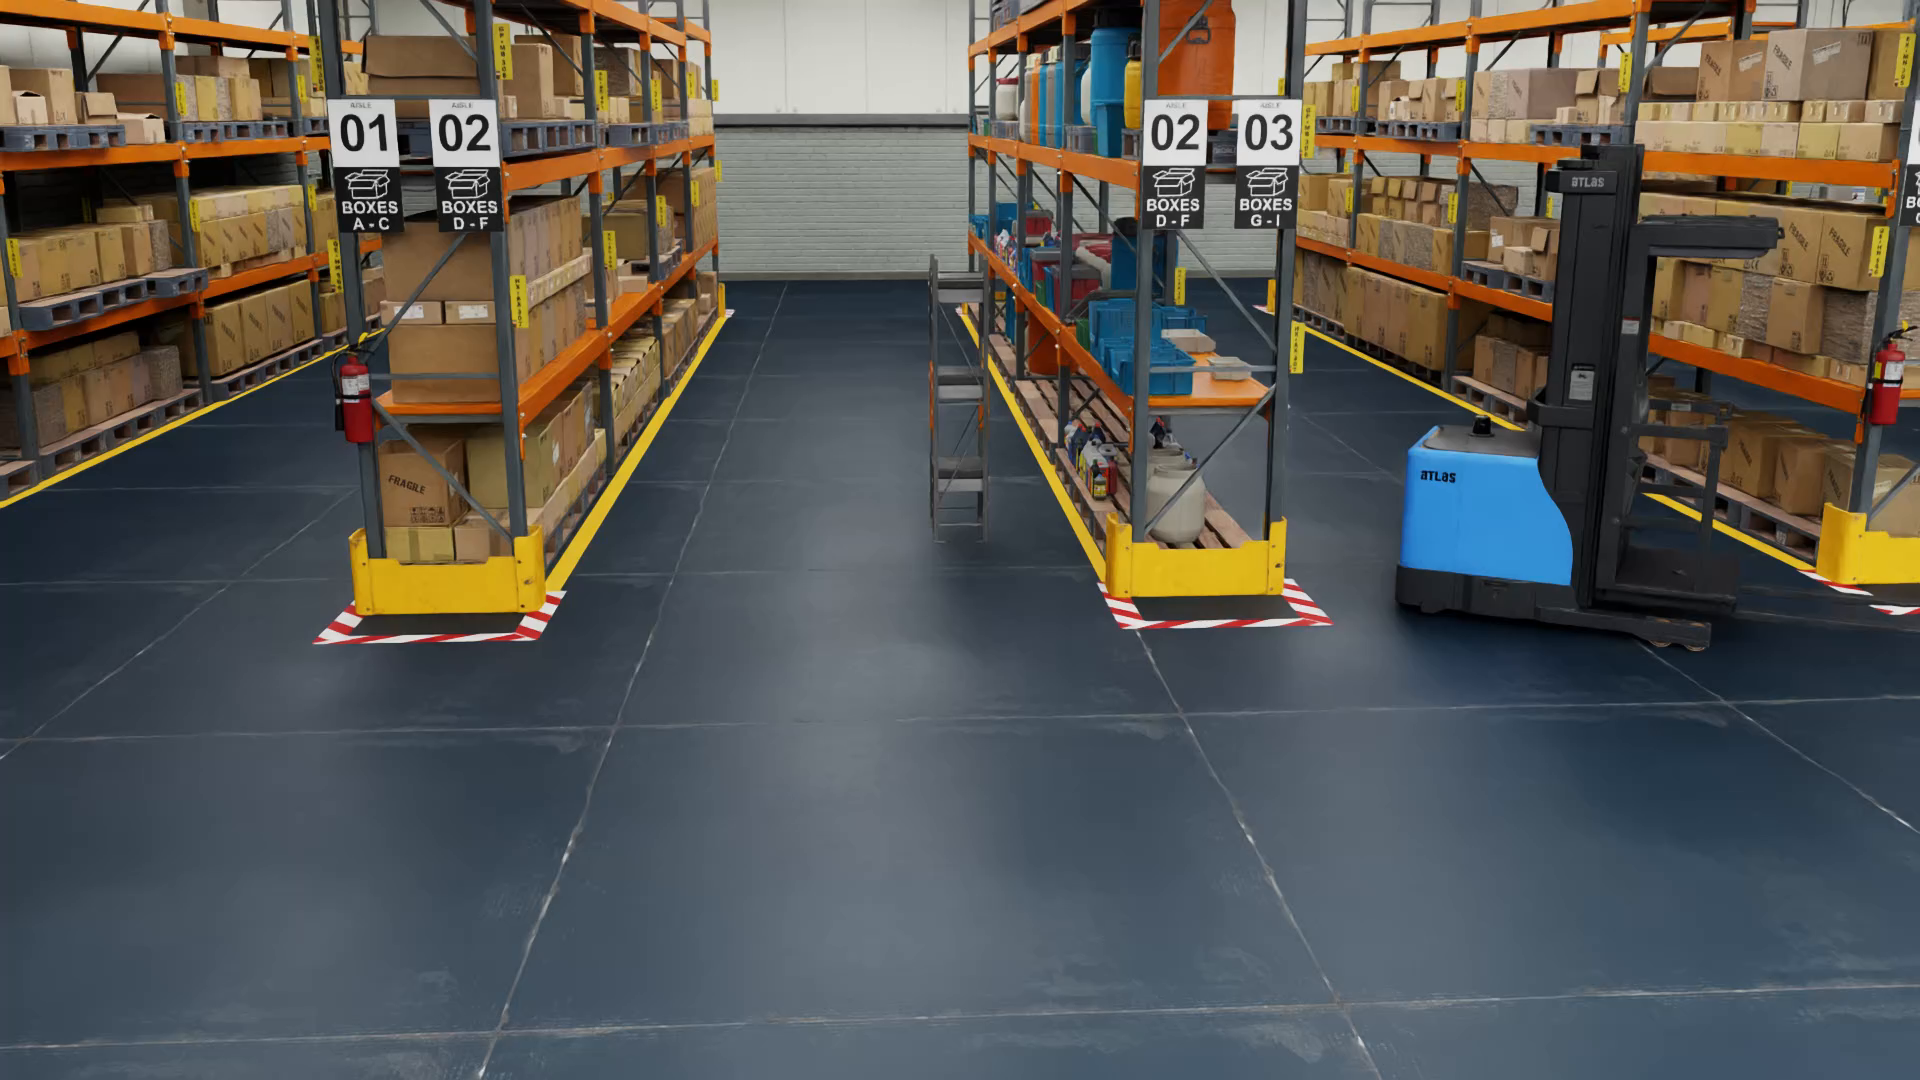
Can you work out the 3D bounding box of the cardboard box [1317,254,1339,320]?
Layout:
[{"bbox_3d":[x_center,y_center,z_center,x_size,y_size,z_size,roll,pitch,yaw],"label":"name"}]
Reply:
[{"bbox_3d":[5.814,-3.727,24.414,0.875,0.875,0.875,-1,14,-3],"label":"cardboard box"}]

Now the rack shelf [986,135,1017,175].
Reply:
[{"bbox_3d":[1.011,-4.694,20.174,1.077,0.370,4.000,-1,14,-3],"label":"rack shelf"}]

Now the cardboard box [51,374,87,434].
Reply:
[{"bbox_3d":[-8.650,-1.258,15.528,0.700,0.500,0.500,-1,14,-5],"label":"cardboard box"}]

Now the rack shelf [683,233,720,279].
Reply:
[{"bbox_3d":[-4.181,-4.161,24.121,1.077,0.370,4.000,-1,14,-3],"label":"rack shelf"}]

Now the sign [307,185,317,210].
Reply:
[{"bbox_3d":[-8.460,-4.467,21.705,0.100,0.325,0.005,-1,14,-3],"label":"sign"}]

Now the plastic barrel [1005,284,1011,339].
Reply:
[{"bbox_3d":[0.904,-3.139,22.074,0.600,0.901,0.708,-1,14,-3],"label":"plastic barrel"}]

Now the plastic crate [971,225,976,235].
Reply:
[{"bbox_3d":[0.305,-4.667,25.054,0.250,0.136,0.298,-1,14,-3],"label":"plastic crate"}]

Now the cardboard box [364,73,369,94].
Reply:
[{"bbox_3d":[-8.931,-6.746,24.459,0.500,0.500,0.500,-1,14,-4],"label":"cardboard box"}]

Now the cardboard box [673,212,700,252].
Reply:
[{"bbox_3d":[-3.817,-4.191,22.594,0.500,0.500,0.500,-1,14,-2],"label":"cardboard box"}]

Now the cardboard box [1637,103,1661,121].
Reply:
[{"bbox_3d":[6.039,-3.662,14.218,0.380,0.149,0.250,-1,14,-5],"label":"cardboard box"}]

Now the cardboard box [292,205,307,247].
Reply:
[{"bbox_3d":[-8.721,-4.025,21.314,0.500,0.500,0.500,-1,14,-4],"label":"cardboard box"}]

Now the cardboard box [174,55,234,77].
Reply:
[{"bbox_3d":[-9.028,-5.654,19.871,0.500,0.250,0.500,-1,14,-5],"label":"cardboard box"}]

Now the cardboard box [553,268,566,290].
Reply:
[{"bbox_3d":[-3.254,-2.004,12.794,0.380,0.149,0.250,0,14,-2],"label":"cardboard box"}]

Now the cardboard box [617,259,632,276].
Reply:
[{"bbox_3d":[-3.830,-2.882,17.888,0.500,0.311,0.500,0,14,0],"label":"cardboard box"}]

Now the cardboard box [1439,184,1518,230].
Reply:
[{"bbox_3d":[6.049,-3.885,19.393,0.797,0.503,0.637,0,14,-2],"label":"cardboard box"}]

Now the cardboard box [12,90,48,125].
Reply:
[{"bbox_3d":[-8.498,-3.848,14.778,0.500,0.311,0.500,0,14,-2],"label":"cardboard box"}]

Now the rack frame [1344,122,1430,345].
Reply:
[{"bbox_3d":[5.830,-4.164,22.689,1.000,3.000,0.127,-1,14,-3],"label":"rack frame"}]

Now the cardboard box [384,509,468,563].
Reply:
[{"bbox_3d":[-3.642,-0.028,11.290,0.500,0.250,0.500,-1,14,-3],"label":"cardboard box"}]

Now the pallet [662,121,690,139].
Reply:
[{"bbox_3d":[-4.087,-5.210,21.113,1.213,0.211,1.003,-1,14,-3],"label":"pallet"}]

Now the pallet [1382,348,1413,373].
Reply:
[{"bbox_3d":[6.032,-2.318,21.113,1.003,0.211,1.213,-1,14,-3],"label":"pallet"}]

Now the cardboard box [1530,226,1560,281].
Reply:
[{"bbox_3d":[6.126,-2.857,16.561,0.797,0.503,0.637,1,14,2],"label":"cardboard box"}]

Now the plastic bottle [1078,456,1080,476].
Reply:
[{"bbox_3d":[1.024,-0.630,13.690,0.097,0.201,0.097,0,14,0],"label":"plastic bottle"}]

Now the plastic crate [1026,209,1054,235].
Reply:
[{"bbox_3d":[1.082,-4.373,23.254,0.402,0.464,0.583,-1,14,-3],"label":"plastic crate"}]

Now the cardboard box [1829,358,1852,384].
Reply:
[{"bbox_3d":[6.335,-1.187,11.626,0.380,0.149,0.250,-1,14,-3],"label":"cardboard box"}]

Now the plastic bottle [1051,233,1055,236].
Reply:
[{"bbox_3d":[1.234,-3.934,22.045,0.152,0.276,0.135,-1,14,-3],"label":"plastic bottle"}]

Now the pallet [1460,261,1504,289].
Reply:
[{"bbox_3d":[6.229,-2.900,18.164,1.213,0.211,1.003,-1,14,-3],"label":"pallet"}]

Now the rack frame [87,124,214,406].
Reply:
[{"bbox_3d":[-8.753,-2.939,17.931,1.000,3.000,0.127,-1,14,-3],"label":"rack frame"}]

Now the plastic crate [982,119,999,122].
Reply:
[{"bbox_3d":[0.512,-5.680,22.899,0.416,0.233,0.300,-1,14,-3],"label":"plastic crate"}]

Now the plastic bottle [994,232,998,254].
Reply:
[{"bbox_3d":[0.484,-3.933,22.026,0.061,0.283,0.133,-1,14,-3],"label":"plastic bottle"}]

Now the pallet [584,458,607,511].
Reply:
[{"bbox_3d":[-3.554,-0.473,13.941,1.003,0.211,1.213,-1,14,-3],"label":"pallet"}]

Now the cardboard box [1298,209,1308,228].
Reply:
[{"bbox_3d":[5.409,-4.852,25.069,0.500,0.250,0.500,-1,14,-5],"label":"cardboard box"}]

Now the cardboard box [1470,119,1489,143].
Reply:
[{"bbox_3d":[5.853,-4.428,17.998,0.500,0.250,0.500,-1,14,-2],"label":"cardboard box"}]

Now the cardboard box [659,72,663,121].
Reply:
[{"bbox_3d":[-4.099,-5.638,21.156,0.600,0.600,0.600,-2,15,-9],"label":"cardboard box"}]

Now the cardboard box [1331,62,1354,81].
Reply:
[{"bbox_3d":[5.698,-6.772,24.057,0.500,0.250,0.500,-1,14,-5],"label":"cardboard box"}]

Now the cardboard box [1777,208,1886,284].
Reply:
[{"bbox_3d":[6.256,-2.113,11.915,0.500,0.500,0.500,-1,14,-3],"label":"cardboard box"}]

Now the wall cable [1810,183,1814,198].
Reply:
[{"bbox_3d":[16.516,-7.230,32.568,0.588,1.984,0.122,-1,14,-3],"label":"wall cable"}]

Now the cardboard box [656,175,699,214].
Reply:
[{"bbox_3d":[-3.806,-4.666,22.433,0.500,0.500,0.500,-1,14,-2],"label":"cardboard box"}]

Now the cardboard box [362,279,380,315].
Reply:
[{"bbox_3d":[-9.075,-3.625,24.768,0.700,0.500,0.500,-1,14,-4],"label":"cardboard box"}]

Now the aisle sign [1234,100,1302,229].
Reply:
[{"bbox_3d":[1.927,-2.348,10.416,0.394,0.787,0.004,-1,14,-3],"label":"aisle sign"}]

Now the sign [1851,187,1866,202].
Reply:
[{"bbox_3d":[17.687,-6.723,32.825,0.329,0.494,0.001,-1,14,-3],"label":"sign"}]

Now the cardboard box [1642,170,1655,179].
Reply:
[{"bbox_3d":[10.385,-5.389,24.647,0.500,0.500,0.500,-1,14,-5],"label":"cardboard box"}]

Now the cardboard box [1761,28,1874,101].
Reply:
[{"bbox_3d":[6.225,-3.448,12.087,0.500,0.500,0.500,-1,14,-3],"label":"cardboard box"}]

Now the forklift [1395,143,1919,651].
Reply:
[{"bbox_3d":[4.367,-0.905,10.162,3.031,2.935,1.130,7,16,24],"label":"forklift"}]

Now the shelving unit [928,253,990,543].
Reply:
[{"bbox_3d":[-0.010,-1.058,12.425,0.431,2.100,0.503,-1,14,-3],"label":"shelving unit"}]

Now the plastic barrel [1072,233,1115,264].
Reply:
[{"bbox_3d":[1.466,-3.047,18.078,0.600,0.536,0.708,-1,14,-3],"label":"plastic barrel"}]

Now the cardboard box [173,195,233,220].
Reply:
[{"bbox_3d":[-8.558,-3.755,18.759,0.500,0.250,0.500,-1,14,-4],"label":"cardboard box"}]

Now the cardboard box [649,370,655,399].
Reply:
[{"bbox_3d":[-3.498,-1.633,17.530,0.500,0.250,0.500,-1,14,-4],"label":"cardboard box"}]

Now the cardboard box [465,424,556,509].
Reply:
[{"bbox_3d":[-3.158,-0.523,11.710,0.500,0.500,0.500,-1,14,-3],"label":"cardboard box"}]

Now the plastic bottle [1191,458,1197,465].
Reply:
[{"bbox_3d":[1.833,-0.513,13.067,0.061,0.283,0.133,-1,14,-3],"label":"plastic bottle"}]

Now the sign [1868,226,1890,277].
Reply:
[{"bbox_3d":[6.019,-1.889,10.892,0.100,0.325,0.005,-1,14,-3],"label":"sign"}]

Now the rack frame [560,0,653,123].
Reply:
[{"bbox_3d":[-3.809,-5.922,17.484,1.000,3.000,0.127,-1,14,-3],"label":"rack frame"}]

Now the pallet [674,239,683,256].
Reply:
[{"bbox_3d":[-4.117,-3.718,21.343,1.003,0.211,1.213,-1,14,-3],"label":"pallet"}]

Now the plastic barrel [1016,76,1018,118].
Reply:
[{"bbox_3d":[0.875,-5.253,19.787,0.433,0.535,0.433,0,14,0],"label":"plastic barrel"}]

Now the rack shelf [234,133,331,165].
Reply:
[{"bbox_3d":[-9.125,-5.536,23.446,1.077,0.370,4.000,-1,14,-3],"label":"rack shelf"}]

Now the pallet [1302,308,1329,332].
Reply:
[{"bbox_3d":[5.783,-3.308,24.958,1.003,0.211,1.213,-1,14,-3],"label":"pallet"}]

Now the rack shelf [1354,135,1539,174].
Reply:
[{"bbox_3d":[5.954,-4.770,20.471,1.077,0.370,4.000,-1,14,-3],"label":"rack shelf"}]

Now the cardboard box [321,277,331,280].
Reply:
[{"bbox_3d":[-8.817,-3.646,23.551,0.380,0.149,0.250,-1,14,-5],"label":"cardboard box"}]

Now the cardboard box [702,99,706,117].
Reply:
[{"bbox_3d":[-3.960,-6.256,24.099,0.500,0.250,0.500,-1,14,-3],"label":"cardboard box"}]
